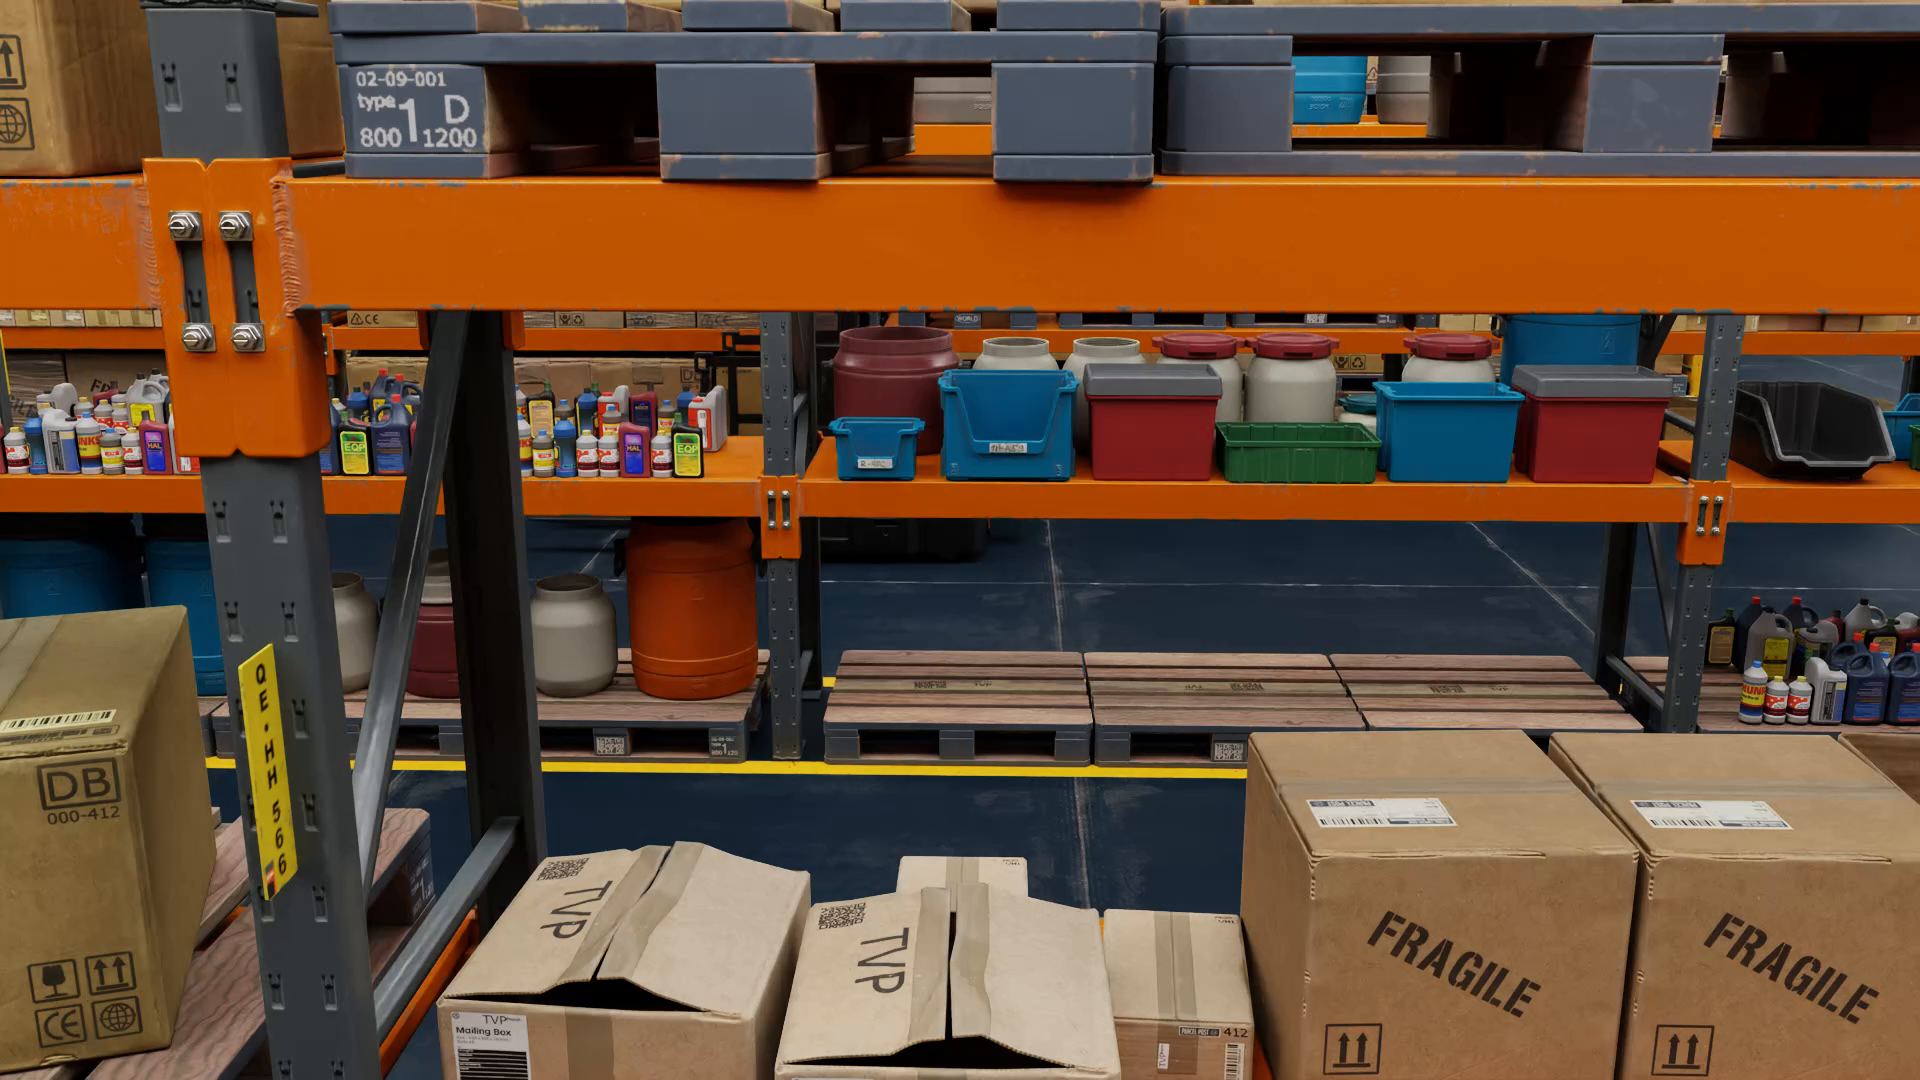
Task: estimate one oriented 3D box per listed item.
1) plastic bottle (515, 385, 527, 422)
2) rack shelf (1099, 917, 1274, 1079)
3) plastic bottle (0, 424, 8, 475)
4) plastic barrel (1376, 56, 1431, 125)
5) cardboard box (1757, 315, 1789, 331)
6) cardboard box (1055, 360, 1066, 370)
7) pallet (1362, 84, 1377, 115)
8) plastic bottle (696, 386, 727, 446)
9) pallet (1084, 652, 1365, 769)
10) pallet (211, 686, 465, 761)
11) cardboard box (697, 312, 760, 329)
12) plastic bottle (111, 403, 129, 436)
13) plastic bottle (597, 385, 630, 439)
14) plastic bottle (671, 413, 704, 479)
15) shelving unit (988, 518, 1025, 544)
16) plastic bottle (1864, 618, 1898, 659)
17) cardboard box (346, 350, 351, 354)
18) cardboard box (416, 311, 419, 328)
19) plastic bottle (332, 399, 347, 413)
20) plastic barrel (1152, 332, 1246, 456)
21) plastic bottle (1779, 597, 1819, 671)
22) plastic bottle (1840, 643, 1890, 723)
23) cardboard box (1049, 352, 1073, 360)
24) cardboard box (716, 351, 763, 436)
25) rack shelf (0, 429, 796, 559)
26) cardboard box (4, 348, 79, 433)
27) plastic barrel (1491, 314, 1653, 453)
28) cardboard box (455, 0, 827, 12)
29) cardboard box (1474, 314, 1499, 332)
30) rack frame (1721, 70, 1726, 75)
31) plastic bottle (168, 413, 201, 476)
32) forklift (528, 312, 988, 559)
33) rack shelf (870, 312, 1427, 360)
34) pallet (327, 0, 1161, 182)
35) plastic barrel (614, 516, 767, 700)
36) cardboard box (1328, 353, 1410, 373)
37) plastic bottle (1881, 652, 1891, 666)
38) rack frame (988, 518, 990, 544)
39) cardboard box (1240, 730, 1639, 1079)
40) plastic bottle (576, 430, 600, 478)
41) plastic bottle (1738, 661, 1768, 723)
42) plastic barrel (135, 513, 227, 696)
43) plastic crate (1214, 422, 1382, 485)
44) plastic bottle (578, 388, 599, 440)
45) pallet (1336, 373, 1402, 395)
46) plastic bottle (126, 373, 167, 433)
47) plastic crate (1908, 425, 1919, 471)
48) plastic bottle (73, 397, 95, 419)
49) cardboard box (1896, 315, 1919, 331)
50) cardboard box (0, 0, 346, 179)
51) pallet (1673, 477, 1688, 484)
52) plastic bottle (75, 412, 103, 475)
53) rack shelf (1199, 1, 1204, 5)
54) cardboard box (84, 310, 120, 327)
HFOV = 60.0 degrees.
[{"bbox_3d":[-2.140,-0.611,8.029,0.097,0.271,0.097,0,15,0],"label":"plastic bottle"},{"bbox_3d":[1.096,1.049,2.894,4.000,0.370,1.077,0,15,1],"label":"rack shelf"},{"bbox_3d":[-4.283,-0.433,7.328,0.133,0.283,0.061,0,15,1],"label":"plastic bottle"},{"bbox_3d":[2.057,-2.194,6.913,0.600,0.901,0.600,0,15,0],"label":"plastic barrel"},{"bbox_3d":[5.810,-1.618,12.084,0.250,0.149,0.380,0,15,1],"label":"cardboard box"},{"bbox_3d":[0.554,-1.207,12.603,0.500,0.250,0.500,2,15,8],"label":"cardboard box"},{"bbox_3d":[2.737,-3.203,12.088,1.003,0.211,1.213,0,15,1],"label":"pallet"},{"bbox_3d":[-1.198,-0.600,7.978,0.135,0.276,0.152,0,15,1],"label":"plastic bottle"},{"bbox_3d":[1.216,0.797,7.906,1.213,0.211,1.003,0,15,1],"label":"pallet"},{"bbox_3d":[-2.779,0.770,8.007,1.213,0.211,1.003,0,15,1],"label":"pallet"},{"bbox_3d":[-1.645,-1.831,12.205,0.500,0.500,0.500,0,15,1],"label":"cardboard box"},{"bbox_3d":[-3.989,-0.551,7.936,0.097,0.201,0.097,0,15,0],"label":"plastic bottle"},{"bbox_3d":[-1.660,-0.603,7.990,0.135,0.276,0.152,0,15,1],"label":"plastic bottle"},{"bbox_3d":[-1.189,-0.412,7.252,0.133,0.283,0.061,0,15,1],"label":"plastic bottle"},{"bbox_3d":[0.317,-0.504,11.193,0.252,1.050,0.215,1,15,2],"label":"shelving unit"},{"bbox_3d":[4.414,0.512,7.981,0.133,0.283,0.061,0,15,1],"label":"plastic bottle"},{"bbox_3d":[-6.317,-2.056,17.437,0.250,0.149,0.380,1,15,4],"label":"cardboard box"},{"bbox_3d":[-3.690,-1.843,12.248,0.500,0.500,0.500,0,15,2],"label":"cardboard box"},{"bbox_3d":[-3.018,-0.583,8.059,0.097,0.201,0.097,0,15,0],"label":"plastic bottle"},{"bbox_3d":[1.108,-0.684,7.788,0.433,0.535,0.433,0,15,0],"label":"plastic barrel"},{"bbox_3d":[4.068,0.451,8.080,0.185,0.351,0.144,0,15,-1],"label":"plastic bottle"},{"bbox_3d":[4.021,0.630,7.401,0.185,0.351,0.144,1,15,3],"label":"plastic bottle"},{"bbox_3d":[1.061,-2.186,17.332,0.750,0.750,1.050,1,15,2],"label":"cardboard box"},{"bbox_3d":[-1.336,-1.024,12.682,0.875,0.875,1.225,0,15,-1],"label":"cardboard box"},{"bbox_3d":[-2.773,-0.240,7.781,4.000,0.370,1.077,0,15,1],"label":"rack shelf"},{"bbox_3d":[-7.093,-1.076,12.881,0.875,0.875,0.875,0,15,1],"label":"cardboard box"},{"bbox_3d":[2.847,-0.871,7.779,0.708,0.901,0.600,0,15,1],"label":"plastic barrel"},{"bbox_3d":[-0.449,-0.904,2.478,0.500,0.250,0.500,-1,15,-3],"label":"cardboard box"},{"bbox_3d":[3.808,-1.608,12.045,0.250,0.149,0.380,0,15,1],"label":"cardboard box"},{"bbox_3d":[3.225,-3.450,6.775,0.127,3.000,1.000,0,15,1],"label":"rack frame"},{"bbox_3d":[-3.394,-0.435,7.351,0.135,0.276,0.152,0,15,1],"label":"plastic bottle"},{"bbox_3d":[-1.332,-1.410,10.940,3.031,2.935,1.130,1,15,2],"label":"forklift"},{"bbox_3d":[1.352,-1.477,12.469,4.000,0.370,1.077,0,15,1],"label":"rack shelf"},{"bbox_3d":[-0.223,-0.689,2.563,1.003,0.211,1.213,1,15,4],"label":"pallet"},{"bbox_3d":[-1.263,0.272,7.858,0.708,0.830,0.600,0,15,1],"label":"plastic barrel"},{"bbox_3d":[4.206,-2.230,17.254,0.875,0.875,0.875,1,15,2],"label":"cardboard box"},{"bbox_3d":[4.170,0.639,7.525,0.097,0.271,0.097,0,15,0],"label":"plastic bottle"},{"bbox_3d":[0.195,-0.506,11.198,0.008,1.050,0.200,1,15,2],"label":"rack frame"},{"bbox_3d":[0.774,0.647,2.813,0.500,0.500,0.500,0,15,-2],"label":"cardboard box"},{"bbox_3d":[-1.632,-0.380,7.291,0.097,0.201,0.097,0,15,0],"label":"plastic bottle"},{"bbox_3d":[3.533,0.671,7.401,0.097,0.271,0.097,0,15,0],"label":"plastic bottle"},{"bbox_3d":[-3.521,0.223,7.905,0.708,0.901,0.600,0,15,1],"label":"plastic barrel"},{"bbox_3d":[1.477,-0.386,7.338,0.662,0.188,0.450,0,15,1],"label":"plastic crate"},{"bbox_3d":[-1.777,-0.593,7.961,0.097,0.271,0.097,0,15,0],"label":"plastic bottle"},{"bbox_3d":[4.338,-1.703,17.381,1.213,0.211,1.003,0,15,1],"label":"pallet"},{"bbox_3d":[-3.849,-0.618,7.899,0.185,0.351,0.144,0,15,1],"label":"plastic bottle"},{"bbox_3d":[4.575,-0.366,7.261,0.662,0.188,0.450,0,15,1],"label":"plastic crate"},{"bbox_3d":[-4.253,-0.591,8.090,0.097,0.201,0.097,0,15,0],"label":"plastic bottle"},{"bbox_3d":[6.810,-1.616,12.076,0.250,0.149,0.380,0,15,1],"label":"cardboard box"},{"bbox_3d":[-1.341,-0.805,2.434,0.500,0.500,0.910,0,15,1],"label":"cardboard box"},{"bbox_3d":[5.247,-0.461,12.674,1.213,0.211,1.003,0,15,1],"label":"pallet"},{"bbox_3d":[-3.838,-0.429,7.337,0.097,0.271,0.097,0,15,0],"label":"plastic bottle"},{"bbox_3d":[1.605,-6.712,21.334,4.000,0.370,1.077,0,15,1],"label":"rack shelf"},{"bbox_3d":[-6.244,-1.669,12.280,0.250,0.149,0.380,0,15,1],"label":"cardboard box"}]
